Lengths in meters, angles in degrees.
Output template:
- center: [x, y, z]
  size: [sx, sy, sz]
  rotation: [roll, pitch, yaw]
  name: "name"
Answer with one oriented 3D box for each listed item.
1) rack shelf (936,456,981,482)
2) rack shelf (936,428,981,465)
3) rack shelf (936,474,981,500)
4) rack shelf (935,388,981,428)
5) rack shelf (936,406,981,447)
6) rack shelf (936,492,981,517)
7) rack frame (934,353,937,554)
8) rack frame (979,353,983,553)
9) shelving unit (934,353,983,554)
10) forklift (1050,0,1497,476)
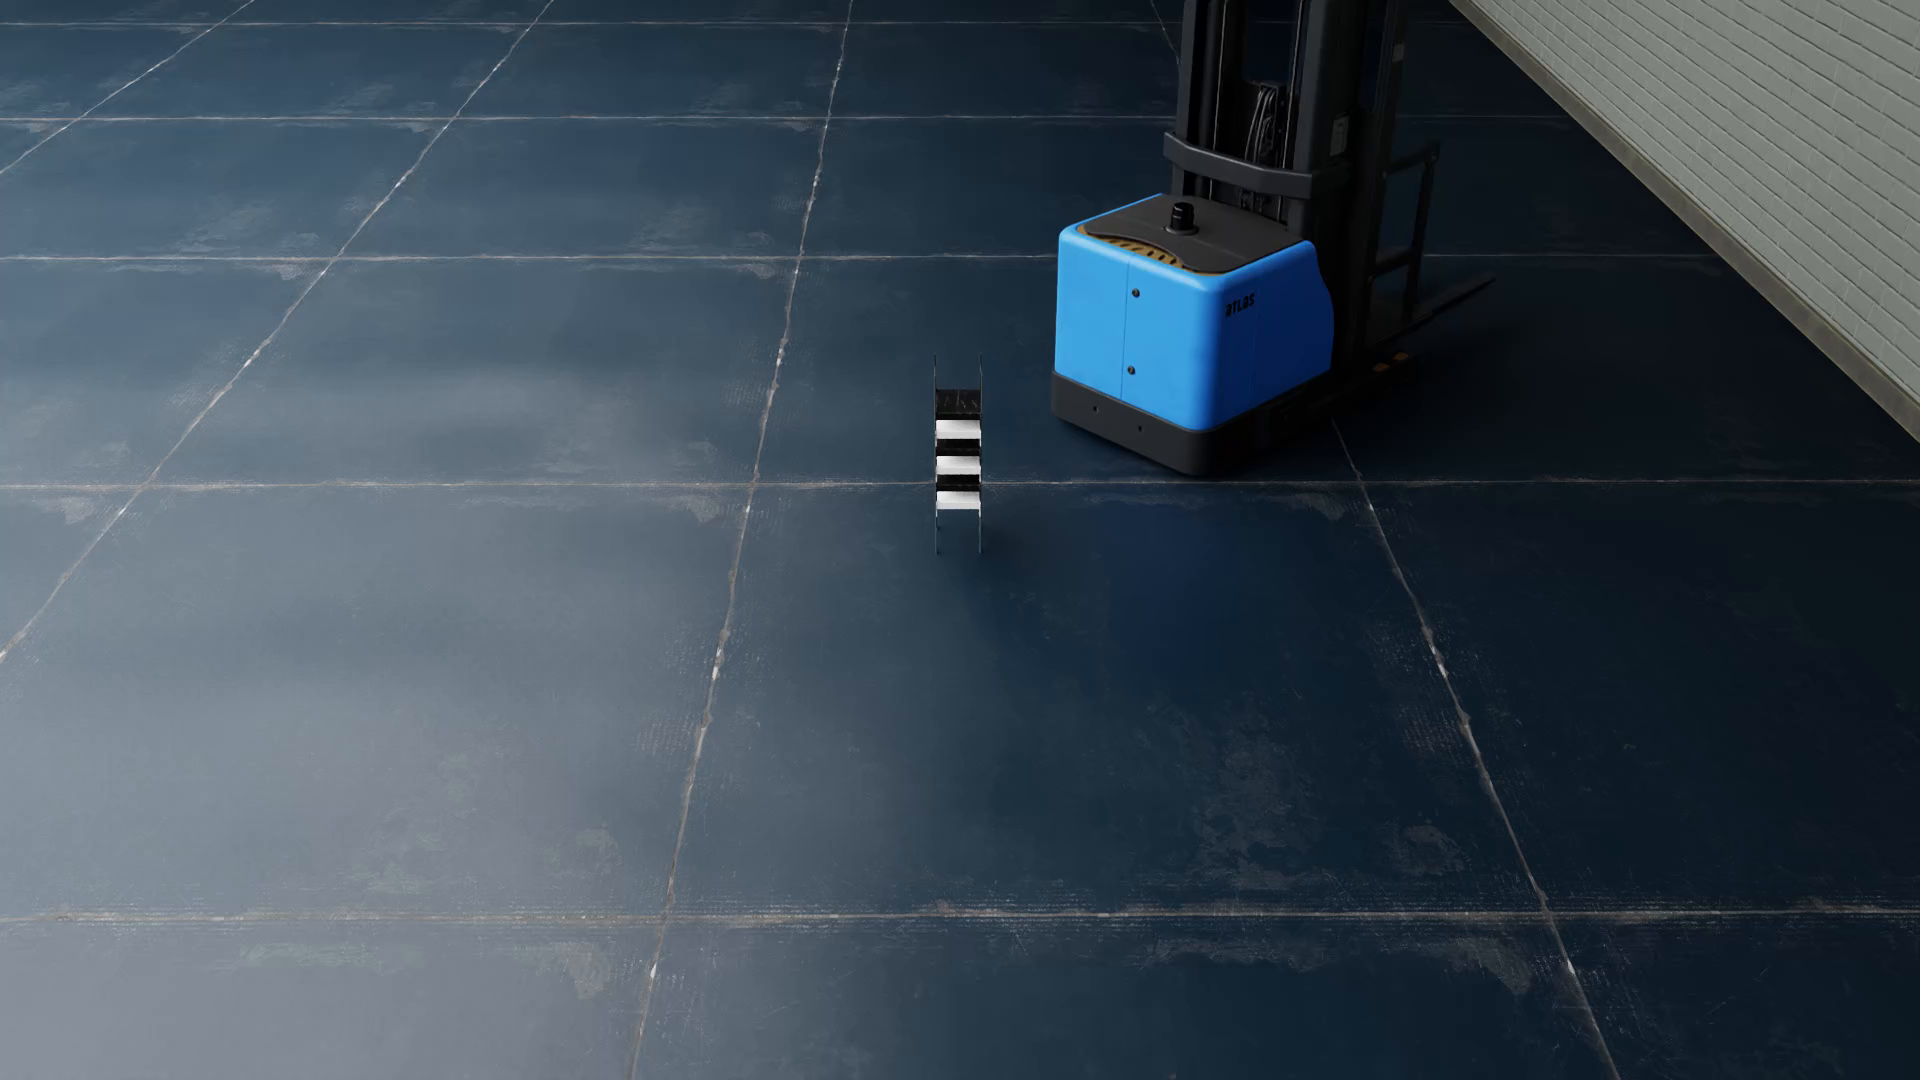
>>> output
- center: [-0.008, -0.356, 7.534]
  size: [0.200, 0.077, 0.258]
  rotation: [0, 31, 0]
  name: "rack shelf"
- center: [-0.008, -0.433, 7.487]
  size: [0.200, 0.077, 0.258]
  rotation: [0, 31, 0]
  name: "rack shelf"
- center: [-0.008, -0.279, 7.581]
  size: [0.200, 0.077, 0.258]
  rotation: [0, 31, 0]
  name: "rack shelf"
- center: [-0.008, -0.587, 7.394]
  size: [0.200, 0.077, 0.258]
  rotation: [0, 31, 0]
  name: "rack shelf"
- center: [-0.008, -0.510, 7.440]
  size: [0.200, 0.077, 0.258]
  rotation: [0, 31, 0]
  name: "rack shelf"
- center: [-0.008, -0.202, 7.627]
  size: [0.200, 0.077, 0.258]
  rotation: [0, 31, 0]
  name: "rack shelf"
- center: [-0.110, -0.384, 7.516]
  size: [0.006, 0.900, 0.240]
  rotation: [0, 31, 0]
  name: "rack frame"
- center: [0.094, -0.385, 7.517]
  size: [0.006, 0.900, 0.240]
  rotation: [0, 31, 0]
  name: "rack frame"
- center: [-0.008, -0.385, 7.517]
  size: [0.210, 0.900, 0.258]
  rotation: [0, 31, 0]
  name: "shelving unit"
- center: [1.886, -2.223, 8.588]
  size: [3.031, 2.935, 1.130]
  rotation: [-26, 40, -36]
  name: "forklift"
